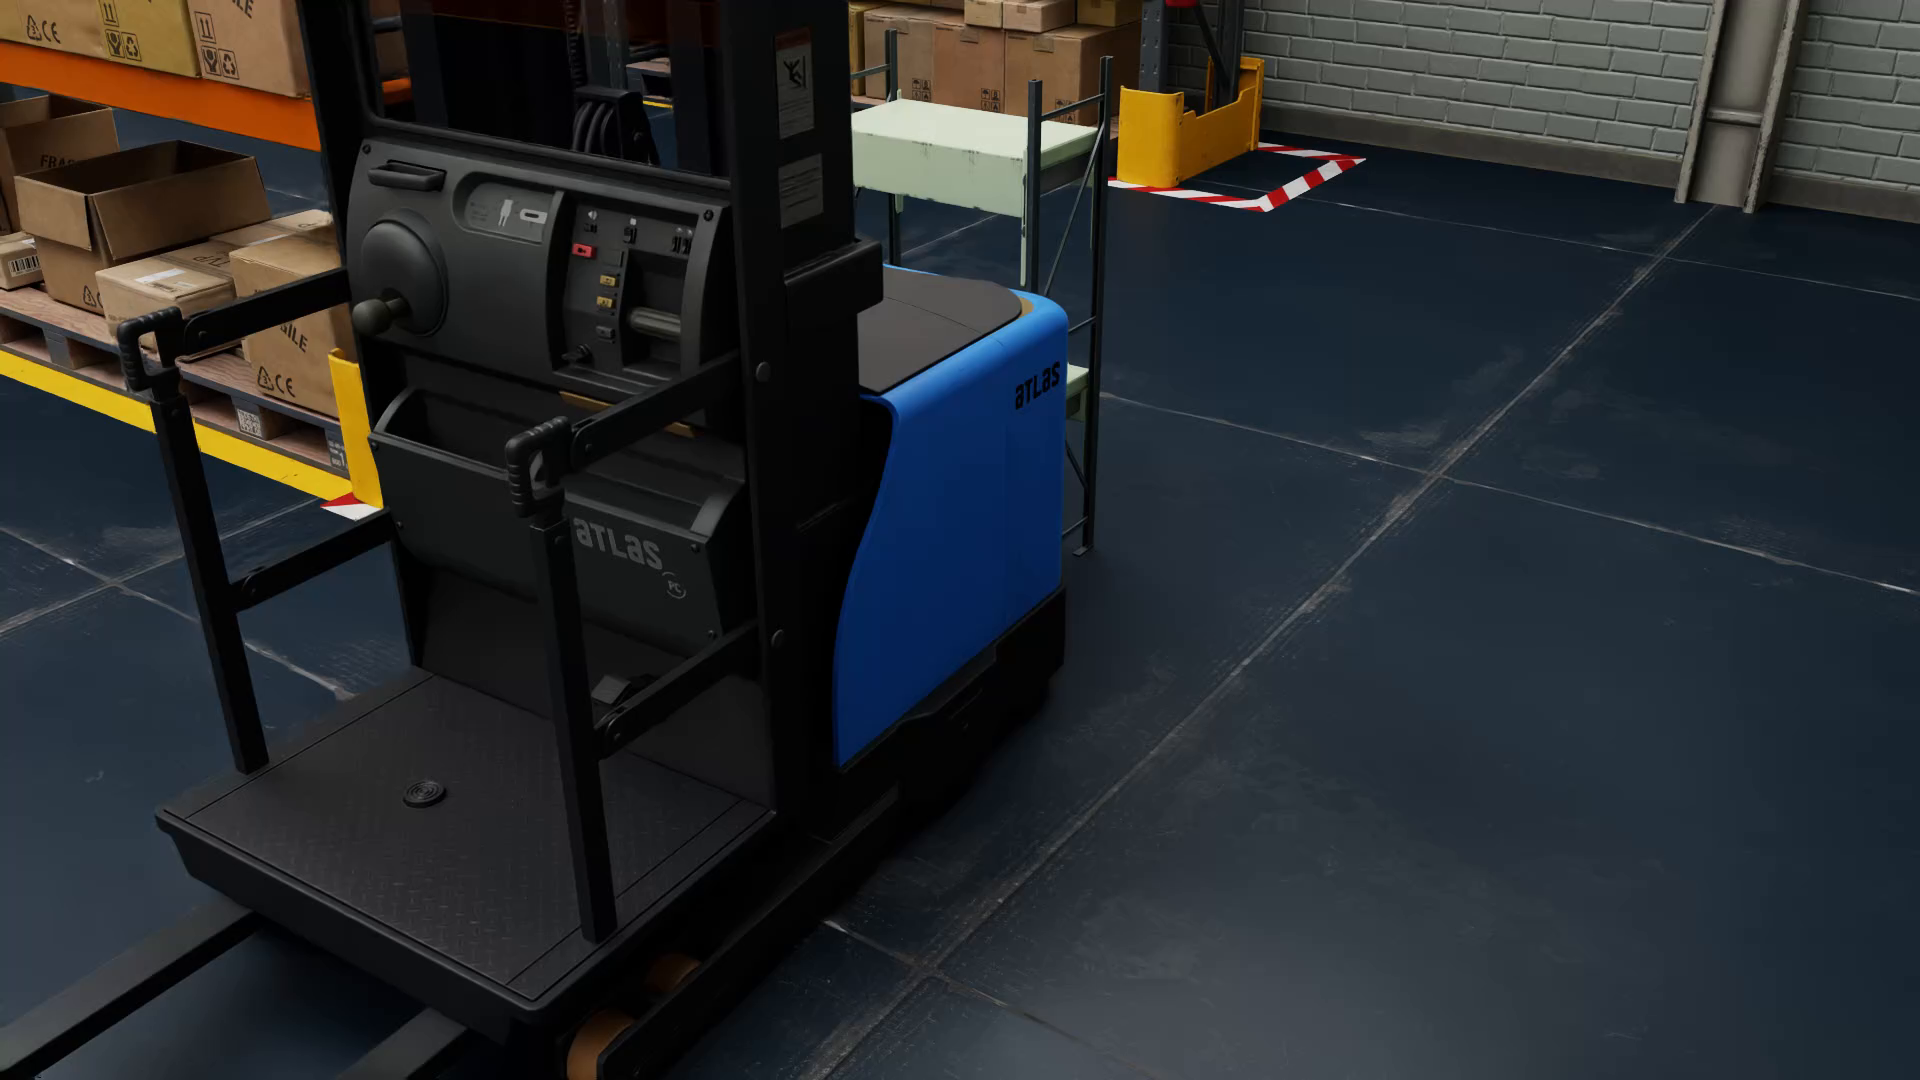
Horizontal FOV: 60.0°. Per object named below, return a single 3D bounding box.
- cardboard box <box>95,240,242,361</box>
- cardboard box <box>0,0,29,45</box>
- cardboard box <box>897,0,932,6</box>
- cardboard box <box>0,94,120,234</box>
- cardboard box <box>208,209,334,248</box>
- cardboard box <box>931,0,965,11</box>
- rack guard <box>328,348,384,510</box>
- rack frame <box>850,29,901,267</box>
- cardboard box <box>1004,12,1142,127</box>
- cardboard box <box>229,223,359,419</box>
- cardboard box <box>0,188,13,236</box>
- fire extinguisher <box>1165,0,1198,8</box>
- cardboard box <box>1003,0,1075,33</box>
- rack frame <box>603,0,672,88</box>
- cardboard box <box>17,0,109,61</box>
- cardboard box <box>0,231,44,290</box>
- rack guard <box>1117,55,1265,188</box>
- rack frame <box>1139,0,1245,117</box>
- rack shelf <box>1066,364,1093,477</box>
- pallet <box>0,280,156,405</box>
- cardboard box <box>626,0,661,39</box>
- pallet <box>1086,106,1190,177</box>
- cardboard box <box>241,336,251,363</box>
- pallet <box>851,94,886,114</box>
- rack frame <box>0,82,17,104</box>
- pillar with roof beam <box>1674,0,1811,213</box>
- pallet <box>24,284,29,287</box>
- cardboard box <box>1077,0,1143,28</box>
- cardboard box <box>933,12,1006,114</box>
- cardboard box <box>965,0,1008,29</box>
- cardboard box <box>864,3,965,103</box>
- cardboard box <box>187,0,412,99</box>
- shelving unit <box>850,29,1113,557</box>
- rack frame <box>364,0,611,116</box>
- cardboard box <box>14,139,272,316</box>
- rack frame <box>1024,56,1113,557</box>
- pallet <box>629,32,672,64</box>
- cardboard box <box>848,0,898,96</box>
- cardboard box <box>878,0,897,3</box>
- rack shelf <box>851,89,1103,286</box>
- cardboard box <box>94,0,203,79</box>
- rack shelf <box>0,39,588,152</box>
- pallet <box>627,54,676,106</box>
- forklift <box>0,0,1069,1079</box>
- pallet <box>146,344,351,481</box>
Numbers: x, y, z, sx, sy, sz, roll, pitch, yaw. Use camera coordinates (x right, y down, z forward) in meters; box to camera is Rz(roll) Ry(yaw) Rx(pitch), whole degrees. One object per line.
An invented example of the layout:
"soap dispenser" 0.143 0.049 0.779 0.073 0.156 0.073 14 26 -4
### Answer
"cardboard box" -2.867 -0.913 6.283 0.500 0.250 0.500 17 32 30
"cardboard box" -3.289 -2.089 5.937 0.500 0.500 0.500 17 31 30
"cardboard box" -0.175 -3.364 10.132 0.250 0.149 0.380 18 32 31
"cardboard box" -4.180 -1.708 7.571 0.500 0.500 0.500 17 32 30
"cardboard box" -2.625 -1.112 6.675 0.500 0.250 0.500 17 32 30
"cardboard box" 0.037 -3.299 10.003 0.250 0.149 0.380 18 32 31
"rack guard" -1.576 -0.545 5.769 0.348 0.500 1.175 17 32 30
"rack frame" -0.307 -0.764 5.098 0.023 1.500 0.400 17 32 30
"cardboard box" 0.655 -2.708 9.557 0.500 0.500 0.700 17 32 30
"cardboard box" -2.101 -0.769 5.725 0.500 0.500 0.500 17 32 30
"cardboard box" -4.587 -1.476 7.322 0.500 0.311 0.500 17 32 30
"fire extinguisher" 1.151 -3.080 8.492 0.183 0.674 0.296 17 32 30
"cardboard box" 0.446 -2.962 9.340 0.250 0.149 0.380 17 31 30
"rack frame" -2.009 -4.519 10.823 0.127 3.000 1.000 17 32 30
"cardboard box" -2.874 -1.959 5.682 0.500 0.500 0.500 18 32 31
"cardboard box" -3.868 -1.193 6.925 0.250 0.166 0.380 17 32 30
"rack guard" 1.308 -2.372 9.360 0.348 0.500 1.175 17 32 30
"rack frame" 1.288 -3.492 8.805 0.127 3.000 1.000 17 32 30
"rack shelf" -0.006 -0.380 5.061 0.720 0.370 0.431 17 32 30
"pallet" -3.235 -0.934 6.853 1.213 0.211 1.003 17 32 30
"cardboard box" -2.618 -3.867 11.448 0.750 0.750 0.750 18 32 31
"pallet" 0.585 -2.426 9.784 1.213 0.211 1.003 17 32 30
"cardboard box" -2.384 -0.758 6.071 0.250 0.166 0.380 17 32 30
"pallet" -0.416 -2.739 10.400 1.213 0.211 1.003 17 32 30
"rack frame" -4.810 -2.667 7.182 0.127 3.000 1.000 17 32 30
"pillar with roof beam" 1.566 -4.187 3.555 0.400 9.000 9.100 17 32 30
"pallet" -4.245 -1.247 7.468 1.213 0.211 1.003 17 32 30
"cardboard box" 0.871 -3.040 9.493 0.250 0.149 0.380 18 32 31
"cardboard box" 0.242 -2.836 9.809 0.500 0.500 0.700 17 32 30
"cardboard box" 0.235 -3.027 9.469 0.250 0.149 0.380 18 32 32
"cardboard box" -0.173 -2.965 10.062 0.500 0.500 0.700 16 31 29
"cardboard box" -2.036 -1.697 5.167 0.500 0.500 0.500 18 32 32
"shelving unit" -0.006 -0.670 4.913 0.755 1.500 0.431 17 32 30
"rack frame" -1.513 -1.639 5.164 0.127 3.000 1.000 17 32 30
"cardboard box" -3.259 -1.269 6.705 0.637 0.503 0.797 17 32 30
"rack frame" 0.296 -0.576 4.729 0.023 1.500 0.400 17 32 30
"pallet" -2.687 -3.447 11.790 1.213 0.211 1.003 17 32 30
"cardboard box" -0.616 -3.099 10.326 0.500 0.500 0.700 18 32 31
"cardboard box" -0.383 -3.430 10.260 0.250 0.149 0.380 17 31 29
"rack shelf" -0.006 -1.018 4.736 0.720 0.370 0.431 17 32 30
"cardboard box" -2.466 -1.829 5.427 0.500 0.500 0.500 18 32 31
"rack shelf" -3.162 -1.832 6.336 4.000 0.370 1.077 17 32 30
"pallet" -1.426 -3.052 11.015 1.213 0.211 1.003 17 32 30
"forklift" -0.934 -0.487 2.975 1.130 2.935 3.031 16 31 28
"pallet" -2.233 -0.620 6.237 1.213 0.211 1.003 17 32 30
